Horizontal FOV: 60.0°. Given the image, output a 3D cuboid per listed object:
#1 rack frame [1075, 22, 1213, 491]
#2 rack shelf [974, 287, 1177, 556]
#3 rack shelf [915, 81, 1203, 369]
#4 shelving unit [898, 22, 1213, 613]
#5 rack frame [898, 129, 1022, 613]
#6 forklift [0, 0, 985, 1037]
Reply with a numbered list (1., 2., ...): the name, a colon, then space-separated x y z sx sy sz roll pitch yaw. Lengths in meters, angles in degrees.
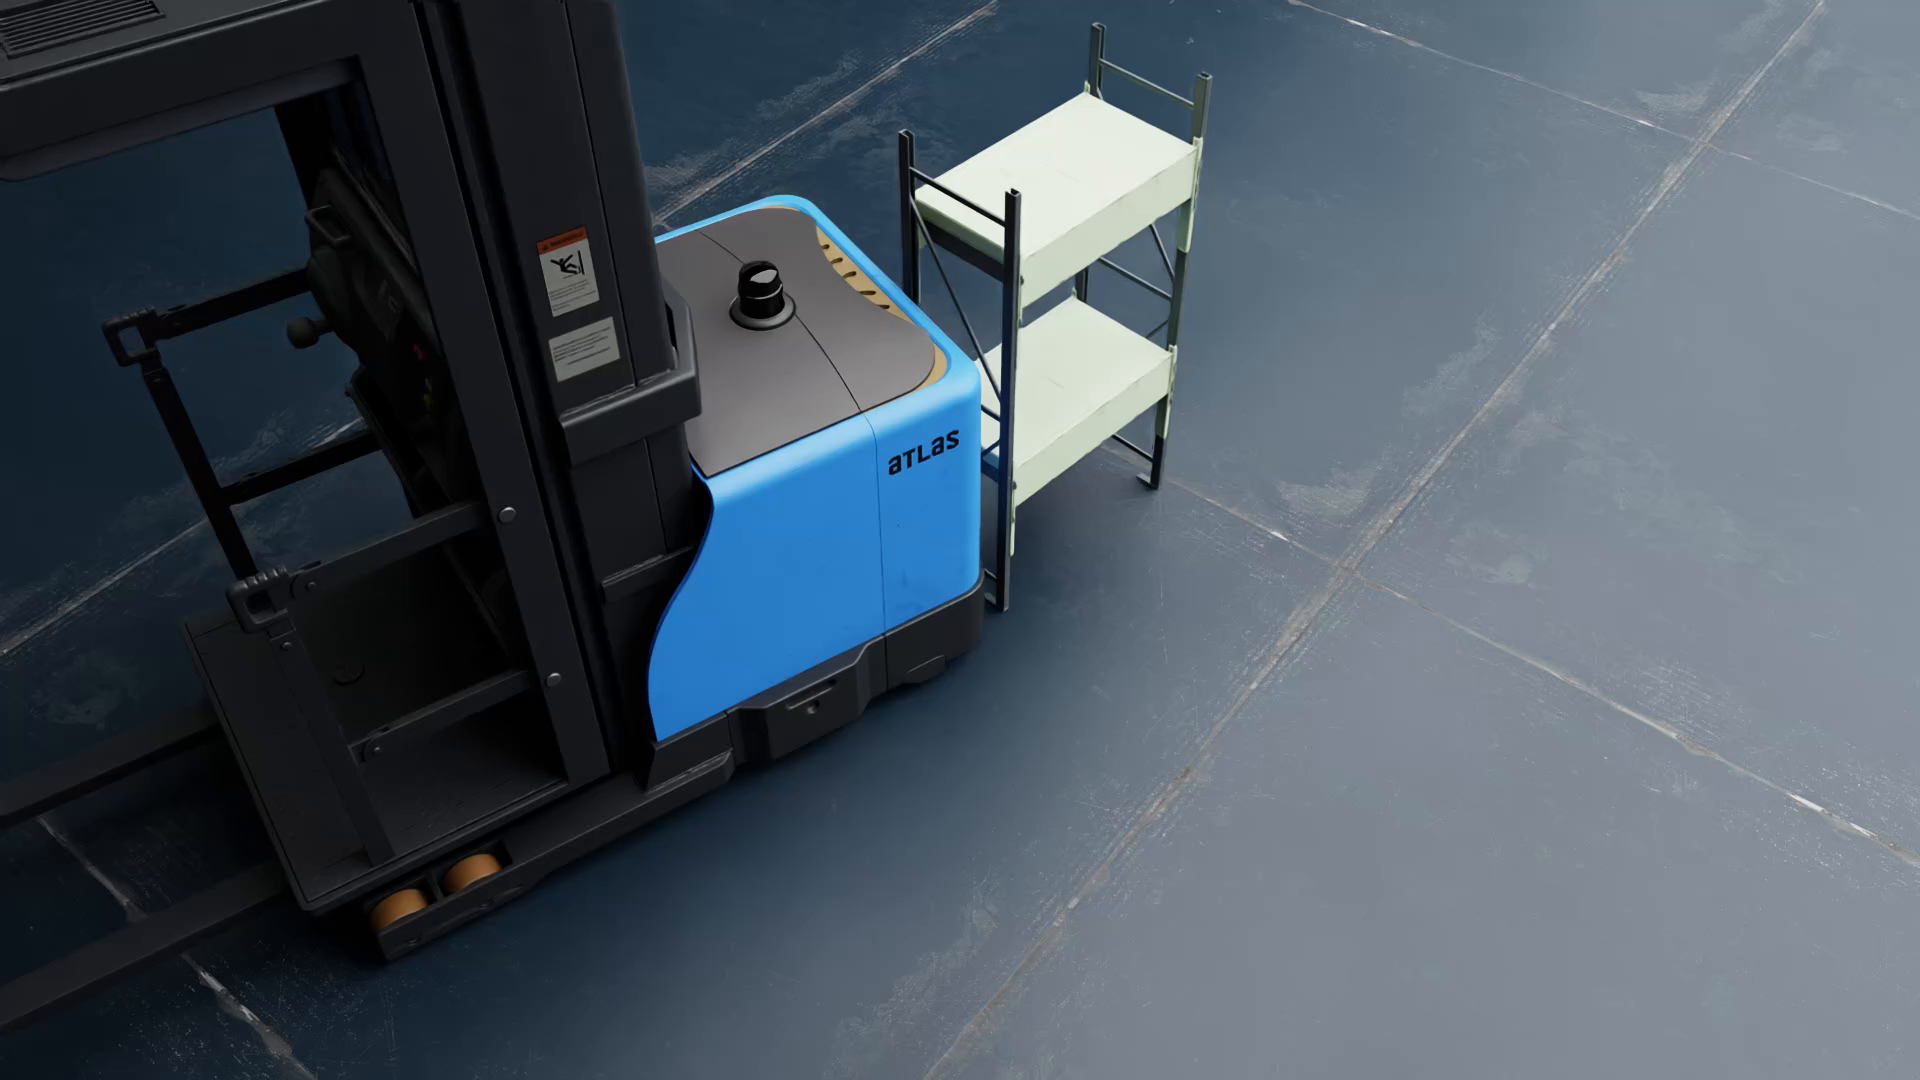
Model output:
1. rack frame: 0.507 -0.784 4.962 0.400 1.500 0.023 35 56 29
2. rack shelf: 0.252 -0.369 5.016 0.431 0.370 0.720 35 56 29
3. rack shelf: 0.252 -0.864 4.498 0.431 0.370 0.720 35 56 29
4. shelving unit: 0.252 -0.594 4.781 0.431 1.500 0.755 35 56 29
5. rack frame: -0.003 -0.405 4.599 0.400 1.500 0.023 35 56 29
6. forklift: -1.445 -0.402 3.607 3.031 2.935 1.130 -25 51 -22
